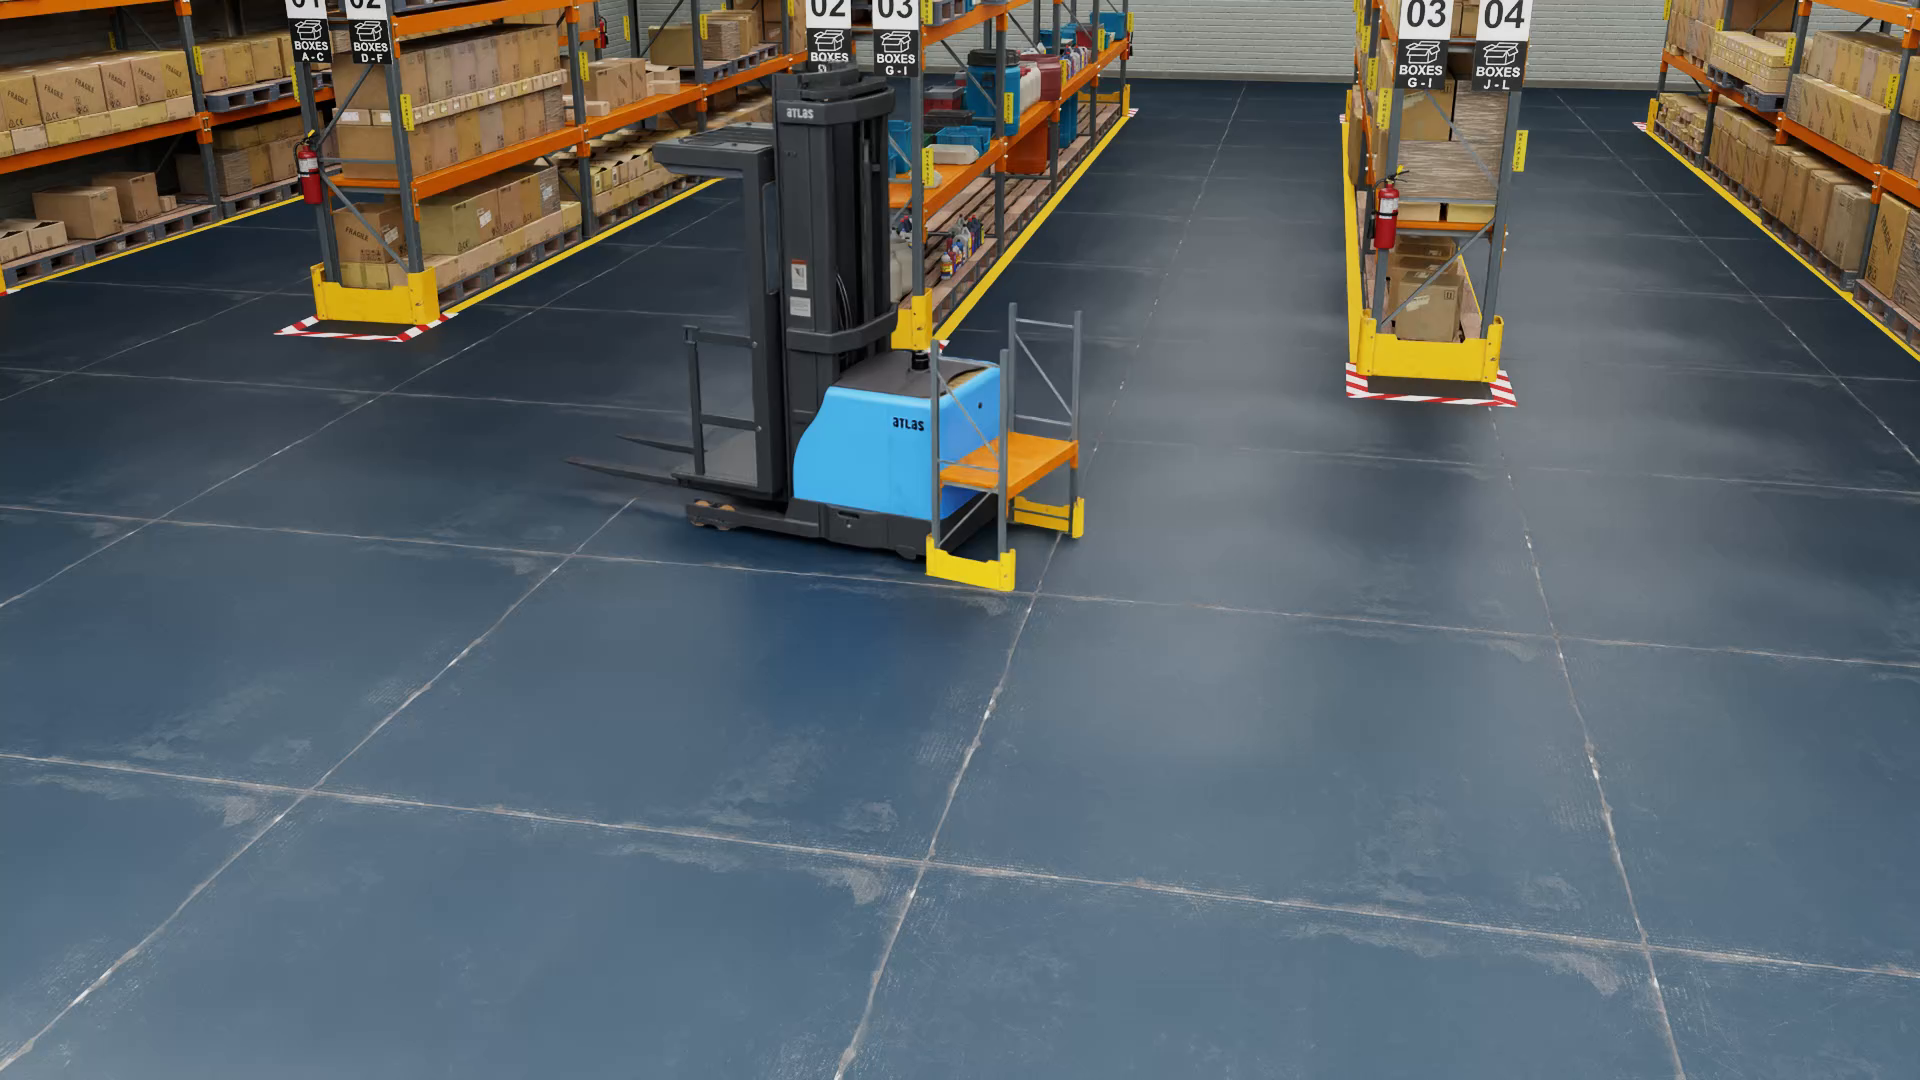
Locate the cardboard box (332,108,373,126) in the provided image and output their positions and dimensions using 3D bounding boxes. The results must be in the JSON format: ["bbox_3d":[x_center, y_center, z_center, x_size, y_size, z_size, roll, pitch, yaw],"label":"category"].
[{"bbox_3d":[-5.777,-4.071,15.945,0.380,0.149,0.250,4,22,10],"label":"cardboard box"}]

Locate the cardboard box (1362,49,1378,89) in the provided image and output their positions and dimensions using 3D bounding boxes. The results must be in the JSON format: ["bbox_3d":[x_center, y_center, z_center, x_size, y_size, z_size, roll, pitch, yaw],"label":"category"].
[{"bbox_3d":[5.729,-6.357,22.489,0.500,0.500,0.500,4,22,9],"label":"cardboard box"}]

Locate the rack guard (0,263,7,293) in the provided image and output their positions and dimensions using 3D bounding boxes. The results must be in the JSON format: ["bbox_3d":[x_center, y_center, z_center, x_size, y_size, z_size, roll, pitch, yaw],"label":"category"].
[{"bbox_3d":[-10.503,-2.814,17.172,1.175,0.500,0.348,4,22,11],"label":"rack guard"}]

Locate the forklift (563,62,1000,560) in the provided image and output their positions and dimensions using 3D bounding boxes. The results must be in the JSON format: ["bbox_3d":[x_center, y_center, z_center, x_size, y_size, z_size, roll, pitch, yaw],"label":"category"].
[{"bbox_3d":[-1.265,-1.588,10.874,3.031,2.935,1.130,10,24,23],"label":"forklift"}]

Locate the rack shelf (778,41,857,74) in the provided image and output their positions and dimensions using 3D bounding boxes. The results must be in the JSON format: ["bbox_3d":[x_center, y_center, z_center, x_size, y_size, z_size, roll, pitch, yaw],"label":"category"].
[{"bbox_3d":[-2.812,-8.356,28.550,1.077,0.370,4.000,4,22,11],"label":"rack shelf"}]

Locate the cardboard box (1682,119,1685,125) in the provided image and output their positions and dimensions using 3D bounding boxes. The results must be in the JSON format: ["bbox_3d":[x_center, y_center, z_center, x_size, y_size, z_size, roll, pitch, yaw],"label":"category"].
[{"bbox_3d":[11.561,-6.604,26.091,0.380,0.149,0.250,6,23,14],"label":"cardboard box"}]

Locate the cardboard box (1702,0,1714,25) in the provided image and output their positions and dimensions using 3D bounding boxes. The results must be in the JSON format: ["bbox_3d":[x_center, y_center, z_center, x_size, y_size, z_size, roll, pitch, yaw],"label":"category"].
[{"bbox_3d":[11.244,-7.817,24.378,0.500,0.500,0.500,4,22,9],"label":"cardboard box"}]

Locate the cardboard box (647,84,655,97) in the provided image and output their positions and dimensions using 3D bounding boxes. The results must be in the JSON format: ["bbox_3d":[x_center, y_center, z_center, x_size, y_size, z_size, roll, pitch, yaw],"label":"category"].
[{"bbox_3d":[-4.241,-5.908,21.845,0.380,0.149,0.250,6,23,15],"label":"cardboard box"}]

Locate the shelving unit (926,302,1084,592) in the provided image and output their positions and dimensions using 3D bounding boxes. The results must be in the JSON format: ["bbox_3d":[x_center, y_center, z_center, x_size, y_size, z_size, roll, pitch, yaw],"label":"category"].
[{"bbox_3d":[0.301,-0.607,10.352,0.587,1.500,1.083,11,25,26],"label":"shelving unit"}]

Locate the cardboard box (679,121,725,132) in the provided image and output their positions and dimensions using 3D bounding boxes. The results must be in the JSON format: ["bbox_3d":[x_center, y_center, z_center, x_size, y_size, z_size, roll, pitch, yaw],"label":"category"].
[{"bbox_3d":[-3.663,-5.685,23.711,0.500,0.500,0.500,5,23,13],"label":"cardboard box"}]

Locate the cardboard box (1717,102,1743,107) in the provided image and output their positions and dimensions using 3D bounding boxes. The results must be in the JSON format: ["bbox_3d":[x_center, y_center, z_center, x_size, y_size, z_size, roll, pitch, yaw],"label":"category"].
[{"bbox_3d":[12.117,-6.801,26.183,0.380,0.149,0.250,5,23,13],"label":"cardboard box"}]

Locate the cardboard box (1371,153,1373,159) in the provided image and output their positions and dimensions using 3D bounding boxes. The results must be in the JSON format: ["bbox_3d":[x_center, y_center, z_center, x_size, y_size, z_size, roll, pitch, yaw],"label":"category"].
[{"bbox_3d":[4.443,-4.014,17.140,0.380,0.149,0.250,4,22,11],"label":"cardboard box"}]

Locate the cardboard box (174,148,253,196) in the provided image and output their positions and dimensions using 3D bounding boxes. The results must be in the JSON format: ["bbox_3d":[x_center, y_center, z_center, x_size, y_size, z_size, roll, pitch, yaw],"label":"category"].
[{"bbox_3d":[-9.569,-4.724,21.325,0.700,0.500,0.500,5,23,13],"label":"cardboard box"}]

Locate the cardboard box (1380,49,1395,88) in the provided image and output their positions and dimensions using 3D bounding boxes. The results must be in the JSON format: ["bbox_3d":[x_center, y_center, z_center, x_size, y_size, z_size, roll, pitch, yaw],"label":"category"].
[{"bbox_3d":[4.301,-4.413,15.926,0.500,0.500,0.500,4,22,11],"label":"cardboard box"}]

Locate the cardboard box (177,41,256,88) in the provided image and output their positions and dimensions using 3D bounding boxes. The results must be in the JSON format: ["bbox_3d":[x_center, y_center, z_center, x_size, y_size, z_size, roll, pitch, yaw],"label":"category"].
[{"bbox_3d":[-9.444,-6.047,21.130,0.700,0.500,0.500,7,23,16],"label":"cardboard box"}]

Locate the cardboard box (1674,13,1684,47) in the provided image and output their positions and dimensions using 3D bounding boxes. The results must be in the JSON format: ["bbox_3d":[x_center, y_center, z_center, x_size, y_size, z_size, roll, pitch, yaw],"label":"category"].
[{"bbox_3d":[11.682,-8.093,26.402,0.500,0.500,0.500,5,22,11],"label":"cardboard box"}]

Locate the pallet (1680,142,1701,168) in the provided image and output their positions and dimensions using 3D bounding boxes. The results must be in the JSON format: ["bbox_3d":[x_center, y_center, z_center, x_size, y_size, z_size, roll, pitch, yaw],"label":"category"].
[{"bbox_3d":[11.415,-5.742,24.828,1.003,0.211,1.213,4,22,11],"label":"pallet"}]

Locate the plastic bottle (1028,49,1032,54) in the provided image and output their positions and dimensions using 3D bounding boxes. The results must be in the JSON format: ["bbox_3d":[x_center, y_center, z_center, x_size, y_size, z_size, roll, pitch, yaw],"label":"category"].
[{"bbox_3d":[1.036,-7.205,24.902,0.097,0.271,0.097,0,22,0],"label":"plastic bottle"}]

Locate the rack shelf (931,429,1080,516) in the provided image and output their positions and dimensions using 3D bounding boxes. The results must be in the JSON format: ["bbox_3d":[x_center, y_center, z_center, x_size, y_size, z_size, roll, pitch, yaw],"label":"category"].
[{"bbox_3d":[0.296,-0.437,10.412,0.538,0.185,1.000,11,25,26],"label":"rack shelf"}]

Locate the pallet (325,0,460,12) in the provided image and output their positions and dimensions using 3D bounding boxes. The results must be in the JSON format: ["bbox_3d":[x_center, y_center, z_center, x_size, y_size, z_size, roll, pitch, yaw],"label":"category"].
[{"bbox_3d":[-5.499,-5.177,15.795,1.003,0.211,1.213,4,22,11],"label":"pallet"}]

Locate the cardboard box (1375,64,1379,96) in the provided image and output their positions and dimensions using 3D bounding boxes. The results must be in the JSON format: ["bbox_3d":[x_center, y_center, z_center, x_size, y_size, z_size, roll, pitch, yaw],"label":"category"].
[{"bbox_3d":[5.108,-5.160,18.950,0.797,0.503,0.637,7,23,16],"label":"cardboard box"}]

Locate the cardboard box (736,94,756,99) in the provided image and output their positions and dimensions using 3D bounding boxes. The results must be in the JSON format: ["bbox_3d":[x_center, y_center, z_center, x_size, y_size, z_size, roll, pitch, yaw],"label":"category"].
[{"bbox_3d":[-3.557,-6.845,26.591,0.500,0.500,0.500,3,22,8],"label":"cardboard box"}]

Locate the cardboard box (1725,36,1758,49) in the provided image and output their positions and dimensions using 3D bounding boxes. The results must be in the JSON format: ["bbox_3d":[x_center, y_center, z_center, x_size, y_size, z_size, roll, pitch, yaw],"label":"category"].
[{"bbox_3d":[10.622,-6.745,22.564,0.380,0.149,0.250,4,22,10],"label":"cardboard box"}]

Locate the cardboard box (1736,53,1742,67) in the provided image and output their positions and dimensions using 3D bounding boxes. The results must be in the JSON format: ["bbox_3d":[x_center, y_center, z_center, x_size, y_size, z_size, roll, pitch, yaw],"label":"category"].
[{"bbox_3d":[10.464,-6.322,21.912,0.380,0.149,0.250,4,22,10],"label":"cardboard box"}]

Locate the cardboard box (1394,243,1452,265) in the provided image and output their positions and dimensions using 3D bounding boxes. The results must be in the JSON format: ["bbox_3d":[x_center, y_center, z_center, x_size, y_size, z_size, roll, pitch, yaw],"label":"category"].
[{"bbox_3d":[4.407,-2.524,15.890,0.500,0.500,0.500,7,23,16],"label":"cardboard box"}]

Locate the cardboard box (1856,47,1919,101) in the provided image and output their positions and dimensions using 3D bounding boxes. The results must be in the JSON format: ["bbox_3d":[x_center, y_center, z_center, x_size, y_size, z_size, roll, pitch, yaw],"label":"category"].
[{"bbox_3d":[9.982,-4.926,17.598,0.700,0.500,0.500,5,22,11],"label":"cardboard box"}]

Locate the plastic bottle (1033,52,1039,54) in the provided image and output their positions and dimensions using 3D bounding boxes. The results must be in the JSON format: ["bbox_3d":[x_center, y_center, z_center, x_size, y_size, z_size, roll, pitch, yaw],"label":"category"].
[{"bbox_3d":[1.121,-7.032,24.464,0.152,0.276,0.135,4,22,11],"label":"plastic bottle"}]

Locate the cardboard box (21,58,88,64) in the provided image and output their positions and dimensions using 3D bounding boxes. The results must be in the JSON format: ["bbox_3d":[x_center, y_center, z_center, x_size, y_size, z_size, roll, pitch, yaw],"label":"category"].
[{"bbox_3d":[-10.219,-5.170,18.845,0.500,0.500,0.500,5,22,12],"label":"cardboard box"}]

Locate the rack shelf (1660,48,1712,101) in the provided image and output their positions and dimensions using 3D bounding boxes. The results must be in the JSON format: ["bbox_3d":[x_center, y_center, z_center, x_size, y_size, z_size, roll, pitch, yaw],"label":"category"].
[{"bbox_3d":[11.720,-7.185,25.641,1.077,0.370,4.000,4,22,11],"label":"rack shelf"}]

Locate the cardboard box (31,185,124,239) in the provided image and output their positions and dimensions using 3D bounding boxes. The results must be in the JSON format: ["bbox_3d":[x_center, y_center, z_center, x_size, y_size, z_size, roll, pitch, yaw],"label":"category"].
[{"bbox_3d":[-9.975,-3.710,18.807,0.700,0.500,0.500,3,22,8],"label":"cardboard box"}]

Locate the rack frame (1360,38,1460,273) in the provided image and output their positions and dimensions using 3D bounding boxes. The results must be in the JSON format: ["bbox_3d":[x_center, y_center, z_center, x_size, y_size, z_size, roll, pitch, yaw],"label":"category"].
[{"bbox_3d":[4.845,-4.276,17.456,1.000,3.000,0.127,4,22,11],"label":"rack frame"}]

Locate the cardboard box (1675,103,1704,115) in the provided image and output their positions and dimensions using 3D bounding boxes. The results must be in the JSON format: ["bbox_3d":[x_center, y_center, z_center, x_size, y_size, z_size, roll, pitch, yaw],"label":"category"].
[{"bbox_3d":[11.440,-6.750,26.055,0.380,0.149,0.250,5,22,12],"label":"cardboard box"}]

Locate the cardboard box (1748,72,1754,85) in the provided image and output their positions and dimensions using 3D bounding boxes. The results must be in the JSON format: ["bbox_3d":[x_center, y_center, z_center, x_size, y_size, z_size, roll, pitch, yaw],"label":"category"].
[{"bbox_3d":[10.306,-5.893,21.246,0.380,0.149,0.250,4,22,10],"label":"cardboard box"}]

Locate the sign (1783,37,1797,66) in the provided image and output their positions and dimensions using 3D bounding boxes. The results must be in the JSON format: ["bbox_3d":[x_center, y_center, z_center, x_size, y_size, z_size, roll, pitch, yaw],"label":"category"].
[{"bbox_3d":[9.963,-5.862,19.950,0.100,0.325,0.005,4,22,11],"label":"sign"}]

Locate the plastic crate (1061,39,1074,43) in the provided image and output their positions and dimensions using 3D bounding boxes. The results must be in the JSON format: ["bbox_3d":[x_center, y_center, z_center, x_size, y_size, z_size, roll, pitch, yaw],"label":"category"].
[{"bbox_3d":[1.689,-8.145,27.334,0.293,0.136,0.466,4,22,11],"label":"plastic crate"}]

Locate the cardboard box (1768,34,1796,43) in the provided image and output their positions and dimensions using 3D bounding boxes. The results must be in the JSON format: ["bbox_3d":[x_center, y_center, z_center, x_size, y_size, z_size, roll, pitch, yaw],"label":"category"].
[{"bbox_3d":[11.367,-6.881,22.902,0.380,0.149,0.250,4,22,9],"label":"cardboard box"}]

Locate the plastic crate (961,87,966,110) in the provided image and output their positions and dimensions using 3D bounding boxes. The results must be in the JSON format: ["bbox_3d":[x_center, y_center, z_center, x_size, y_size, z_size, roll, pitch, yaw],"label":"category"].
[{"bbox_3d":[-0.083,-5.073,19.457,0.392,0.384,0.575,4,22,11],"label":"plastic crate"}]

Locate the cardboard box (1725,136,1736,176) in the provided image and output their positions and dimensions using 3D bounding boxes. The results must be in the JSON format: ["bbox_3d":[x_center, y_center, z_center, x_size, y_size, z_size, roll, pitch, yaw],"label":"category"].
[{"bbox_3d":[10.702,-5.186,22.499,0.500,0.500,0.500,5,22,12],"label":"cardboard box"}]

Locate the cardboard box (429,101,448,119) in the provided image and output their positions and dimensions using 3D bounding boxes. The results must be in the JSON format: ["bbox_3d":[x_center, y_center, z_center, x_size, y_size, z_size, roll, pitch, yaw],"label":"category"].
[{"bbox_3d":[-5.274,-4.232,16.344,0.380,0.149,0.250,5,22,11],"label":"cardboard box"}]

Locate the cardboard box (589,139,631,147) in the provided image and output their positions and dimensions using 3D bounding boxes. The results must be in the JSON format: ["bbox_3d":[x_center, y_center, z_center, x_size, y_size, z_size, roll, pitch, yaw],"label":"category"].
[{"bbox_3d":[-4.636,-5.127,21.936,0.500,0.311,0.500,4,22,9],"label":"cardboard box"}]

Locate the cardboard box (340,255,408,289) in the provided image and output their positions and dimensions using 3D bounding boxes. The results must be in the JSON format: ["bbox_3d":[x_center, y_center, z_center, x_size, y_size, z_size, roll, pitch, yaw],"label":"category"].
[{"bbox_3d":[-5.848,-2.708,16.680,0.500,0.250,0.500,4,22,11],"label":"cardboard box"}]

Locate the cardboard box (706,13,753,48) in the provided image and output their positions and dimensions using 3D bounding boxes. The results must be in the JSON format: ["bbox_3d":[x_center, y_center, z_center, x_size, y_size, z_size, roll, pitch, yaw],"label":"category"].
[{"bbox_3d":[-3.614,-7.787,25.478,0.700,0.500,0.500,8,23,19],"label":"cardboard box"}]

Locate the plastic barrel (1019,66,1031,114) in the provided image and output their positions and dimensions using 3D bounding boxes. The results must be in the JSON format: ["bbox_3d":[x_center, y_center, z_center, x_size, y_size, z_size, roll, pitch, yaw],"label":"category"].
[{"bbox_3d":[0.644,-5.477,20.255,0.433,0.535,0.433,0,22,0],"label":"plastic barrel"}]

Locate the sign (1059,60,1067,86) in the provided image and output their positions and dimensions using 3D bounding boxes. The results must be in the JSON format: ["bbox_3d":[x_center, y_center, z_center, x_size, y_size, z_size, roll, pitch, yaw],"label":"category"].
[{"bbox_3d":[1.352,-6.153,21.898,0.100,0.325,0.005,4,22,11],"label":"sign"}]

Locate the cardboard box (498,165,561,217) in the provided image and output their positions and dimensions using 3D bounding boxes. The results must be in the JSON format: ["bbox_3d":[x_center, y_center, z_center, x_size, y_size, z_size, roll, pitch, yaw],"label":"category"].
[{"bbox_3d":[-4.846,-3.932,18.715,0.500,0.500,0.500,4,22,11],"label":"cardboard box"}]

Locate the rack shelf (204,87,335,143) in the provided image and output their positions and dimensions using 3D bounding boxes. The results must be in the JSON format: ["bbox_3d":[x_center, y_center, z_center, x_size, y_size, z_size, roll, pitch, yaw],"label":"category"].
[{"bbox_3d":[-9.294,-5.807,22.219,1.077,0.370,4.000,4,22,11],"label":"rack shelf"}]

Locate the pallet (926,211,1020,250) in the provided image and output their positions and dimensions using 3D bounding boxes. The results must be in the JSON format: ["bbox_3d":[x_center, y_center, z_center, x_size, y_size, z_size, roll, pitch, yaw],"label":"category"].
[{"bbox_3d":[0.118,-3.650,19.635,1.003,0.211,1.213,4,22,11],"label":"pallet"}]

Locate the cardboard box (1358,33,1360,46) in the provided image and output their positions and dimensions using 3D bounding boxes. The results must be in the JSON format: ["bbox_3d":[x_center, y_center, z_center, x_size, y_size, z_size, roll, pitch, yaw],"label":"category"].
[{"bbox_3d":[6.624,-8.013,26.537,0.500,0.250,0.500,4,22,10],"label":"cardboard box"}]

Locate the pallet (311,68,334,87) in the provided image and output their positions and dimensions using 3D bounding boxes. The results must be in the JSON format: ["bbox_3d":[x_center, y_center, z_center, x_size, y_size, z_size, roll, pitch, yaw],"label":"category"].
[{"bbox_3d":[-8.928,-6.514,23.270,1.213,0.211,1.003,4,22,11],"label":"pallet"}]

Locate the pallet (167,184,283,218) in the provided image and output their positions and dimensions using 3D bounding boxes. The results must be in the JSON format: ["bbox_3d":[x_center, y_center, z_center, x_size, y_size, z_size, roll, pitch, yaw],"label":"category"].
[{"bbox_3d":[-9.545,-4.400,21.497,1.003,0.211,1.213,4,22,11],"label":"pallet"}]

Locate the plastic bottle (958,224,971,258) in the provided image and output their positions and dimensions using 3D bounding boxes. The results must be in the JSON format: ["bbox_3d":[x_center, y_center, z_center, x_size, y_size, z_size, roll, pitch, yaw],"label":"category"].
[{"bbox_3d":[0.042,-3.183,17.699,0.144,0.351,0.185,4,22,11],"label":"plastic bottle"}]

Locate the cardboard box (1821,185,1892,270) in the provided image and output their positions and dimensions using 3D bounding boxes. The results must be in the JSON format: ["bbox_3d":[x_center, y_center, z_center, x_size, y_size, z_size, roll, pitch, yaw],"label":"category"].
[{"bbox_3d":[9.718,-3.246,17.348,1.050,0.750,0.750,4,22,11],"label":"cardboard box"}]

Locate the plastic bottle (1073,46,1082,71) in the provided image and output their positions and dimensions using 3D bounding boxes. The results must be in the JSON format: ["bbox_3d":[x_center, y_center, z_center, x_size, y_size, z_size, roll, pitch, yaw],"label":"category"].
[{"bbox_3d":[1.723,-7.128,24.603,0.144,0.351,0.185,4,22,11],"label":"plastic bottle"}]

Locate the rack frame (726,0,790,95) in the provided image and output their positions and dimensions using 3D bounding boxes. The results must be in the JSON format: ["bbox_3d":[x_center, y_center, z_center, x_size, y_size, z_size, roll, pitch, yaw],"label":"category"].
[{"bbox_3d":[-3.220,-7.958,26.599,1.000,3.000,0.127,4,22,11],"label":"rack frame"}]
